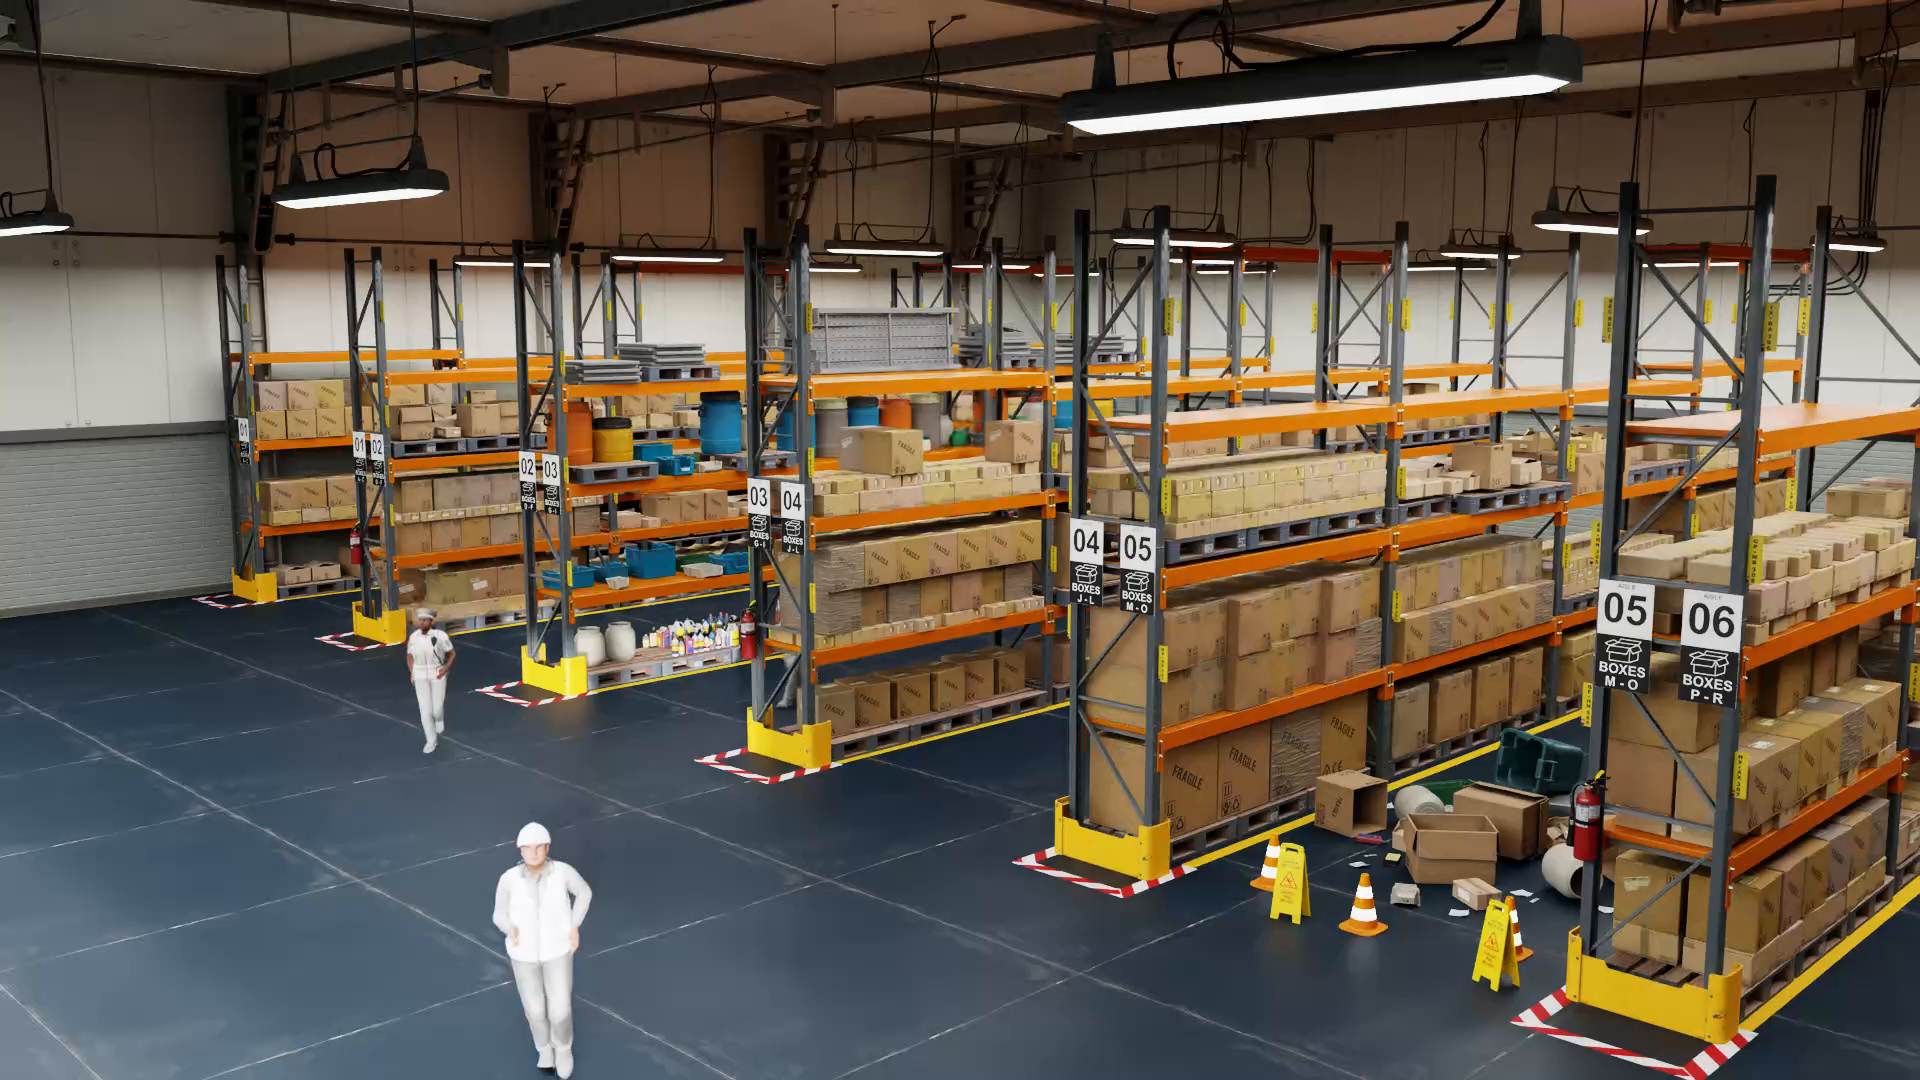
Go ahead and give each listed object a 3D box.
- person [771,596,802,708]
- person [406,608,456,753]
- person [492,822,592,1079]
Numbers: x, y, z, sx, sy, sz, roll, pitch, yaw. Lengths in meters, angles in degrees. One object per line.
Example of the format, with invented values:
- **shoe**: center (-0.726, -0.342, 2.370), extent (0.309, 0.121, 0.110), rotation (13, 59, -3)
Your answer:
- **person**: center (-2.117, 1.247, 21.481), extent (0.712, 1.745, 0.897), rotation (5, 9, 30)
- **person**: center (-6.193, 1.605, 19.471), extent (0.576, 1.683, 0.611), rotation (-1, 8, -5)
- **person**: center (-2.775, 2.750, 11.044), extent (0.633, 1.766, 0.689), rotation (-1, 8, -8)
